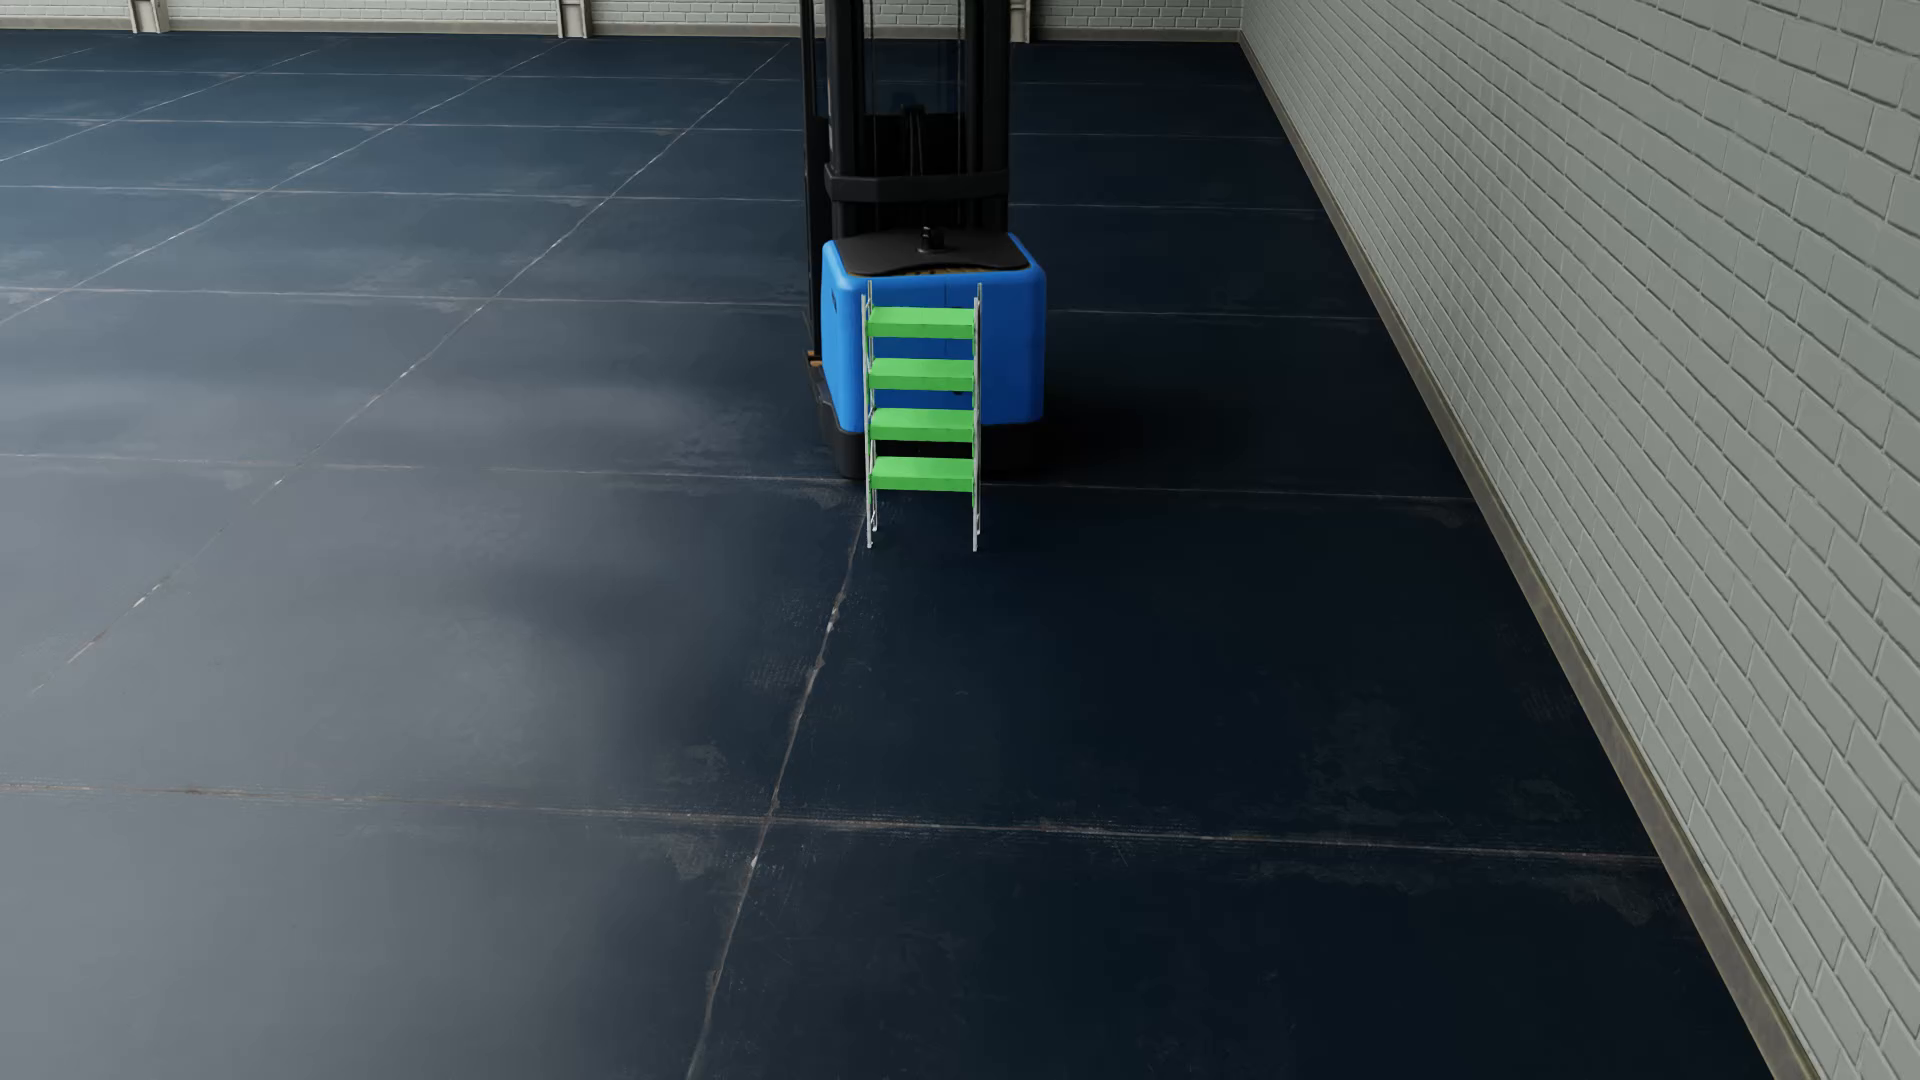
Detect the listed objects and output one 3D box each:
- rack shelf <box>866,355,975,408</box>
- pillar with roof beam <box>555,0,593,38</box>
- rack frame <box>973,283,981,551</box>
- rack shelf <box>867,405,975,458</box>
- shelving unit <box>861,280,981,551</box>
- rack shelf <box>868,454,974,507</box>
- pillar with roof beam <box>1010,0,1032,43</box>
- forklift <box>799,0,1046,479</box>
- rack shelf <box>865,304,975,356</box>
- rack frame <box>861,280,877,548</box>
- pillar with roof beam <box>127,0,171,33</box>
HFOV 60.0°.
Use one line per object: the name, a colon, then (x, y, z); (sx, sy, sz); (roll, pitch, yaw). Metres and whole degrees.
rack shelf: (-0.165, -0.710, 7.437); (0.480, 0.148, 0.258); (2, 25, 4)
pillar with roof beam: (-5.568, -9.168, 16.909); (0.400, 9.000, 9.100); (2, 25, 4)
rack frame: (0.078, -0.543, 7.494); (0.015, 1.200, 0.240); (2, 25, 4)
rack shelf: (-0.165, -0.492, 7.537); (0.480, 0.148, 0.258); (2, 25, 4)
shelving unit: (-0.165, -0.550, 7.511); (0.503, 1.200, 0.258); (2, 25, 4)
rack shelf: (-0.165, -0.274, 7.638); (0.480, 0.148, 0.258); (2, 25, 4)
pillar with roof beam: (0.415, -8.976, 16.492); (0.400, 9.000, 9.100); (2, 25, 4)
forklift: (-0.323, -2.222, 9.073); (1.130, 2.935, 3.031); (-4, 25, -9)
rack shelf: (-0.165, -0.928, 7.337); (0.480, 0.148, 0.258); (2, 25, 4)
rack frame: (-0.408, -0.558, 7.528); (0.015, 1.200, 0.240); (2, 25, 4)
pillar with roof beam: (-11.550, -9.360, 17.326); (0.400, 9.000, 9.100); (2, 25, 4)
